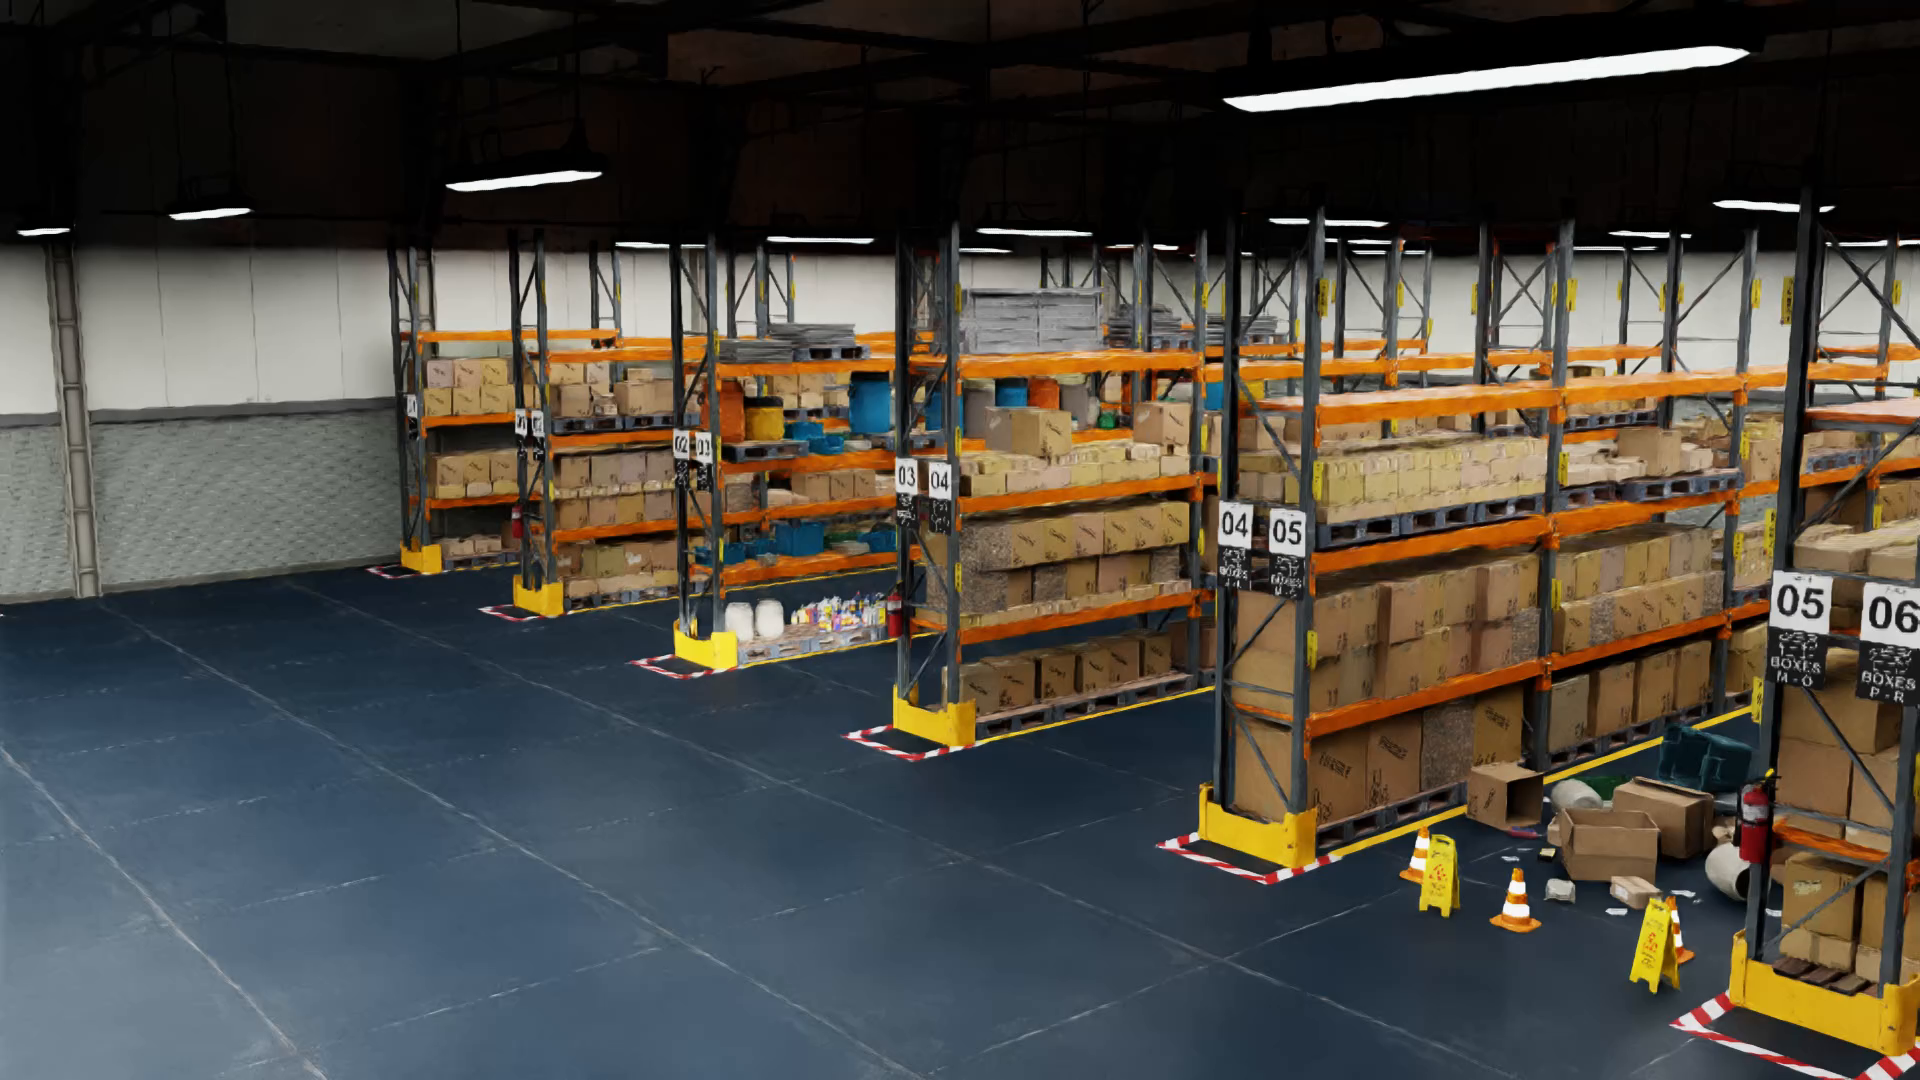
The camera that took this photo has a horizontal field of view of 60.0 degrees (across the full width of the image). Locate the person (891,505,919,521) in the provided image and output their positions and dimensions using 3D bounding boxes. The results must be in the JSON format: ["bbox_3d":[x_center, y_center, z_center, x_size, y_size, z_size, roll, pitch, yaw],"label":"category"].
[{"bbox_3d":[-1.134,-0.724,33.113,1.095,1.589,0.447,-8,12,-41],"label":"person"}]
